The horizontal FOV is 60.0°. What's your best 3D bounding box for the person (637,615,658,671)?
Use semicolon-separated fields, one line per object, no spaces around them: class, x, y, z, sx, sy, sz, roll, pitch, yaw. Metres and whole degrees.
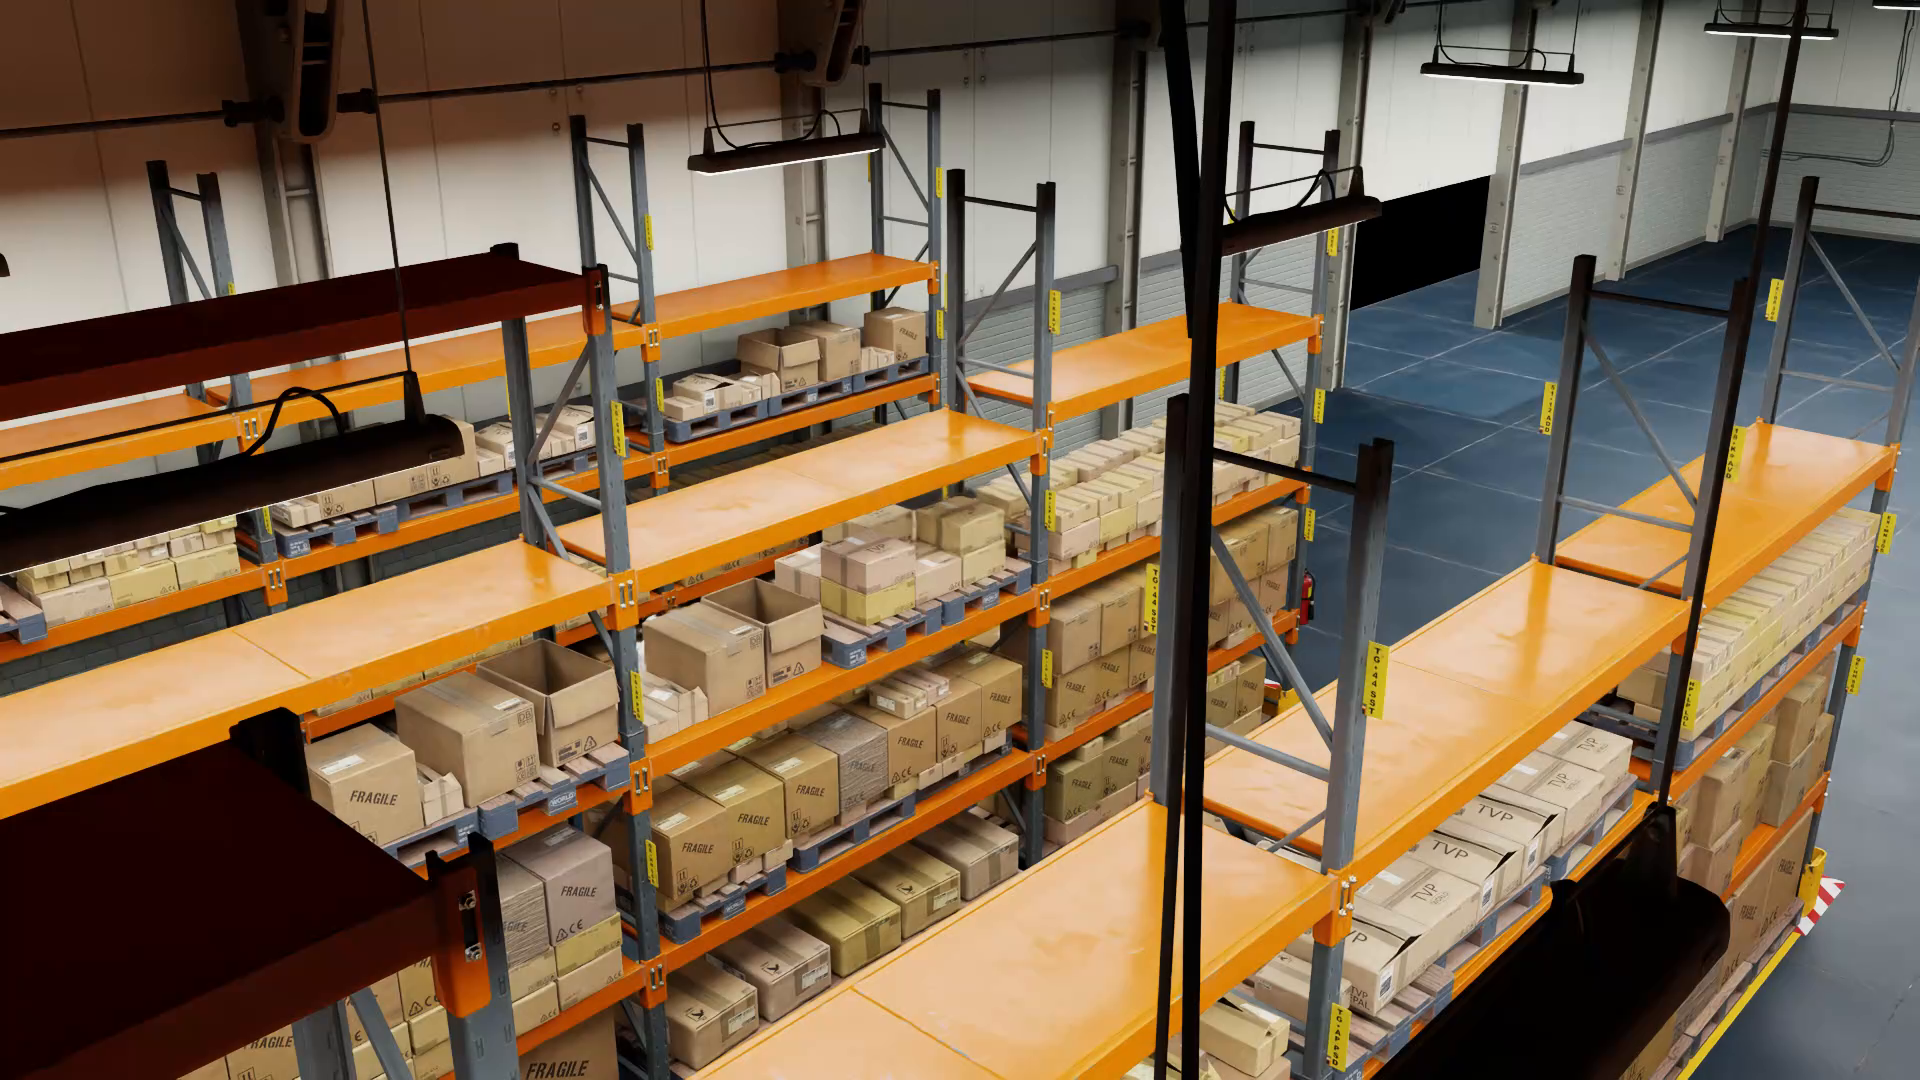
person;-2.793;1.504;15.713;0.579;1.763;0.599;10;23;25
